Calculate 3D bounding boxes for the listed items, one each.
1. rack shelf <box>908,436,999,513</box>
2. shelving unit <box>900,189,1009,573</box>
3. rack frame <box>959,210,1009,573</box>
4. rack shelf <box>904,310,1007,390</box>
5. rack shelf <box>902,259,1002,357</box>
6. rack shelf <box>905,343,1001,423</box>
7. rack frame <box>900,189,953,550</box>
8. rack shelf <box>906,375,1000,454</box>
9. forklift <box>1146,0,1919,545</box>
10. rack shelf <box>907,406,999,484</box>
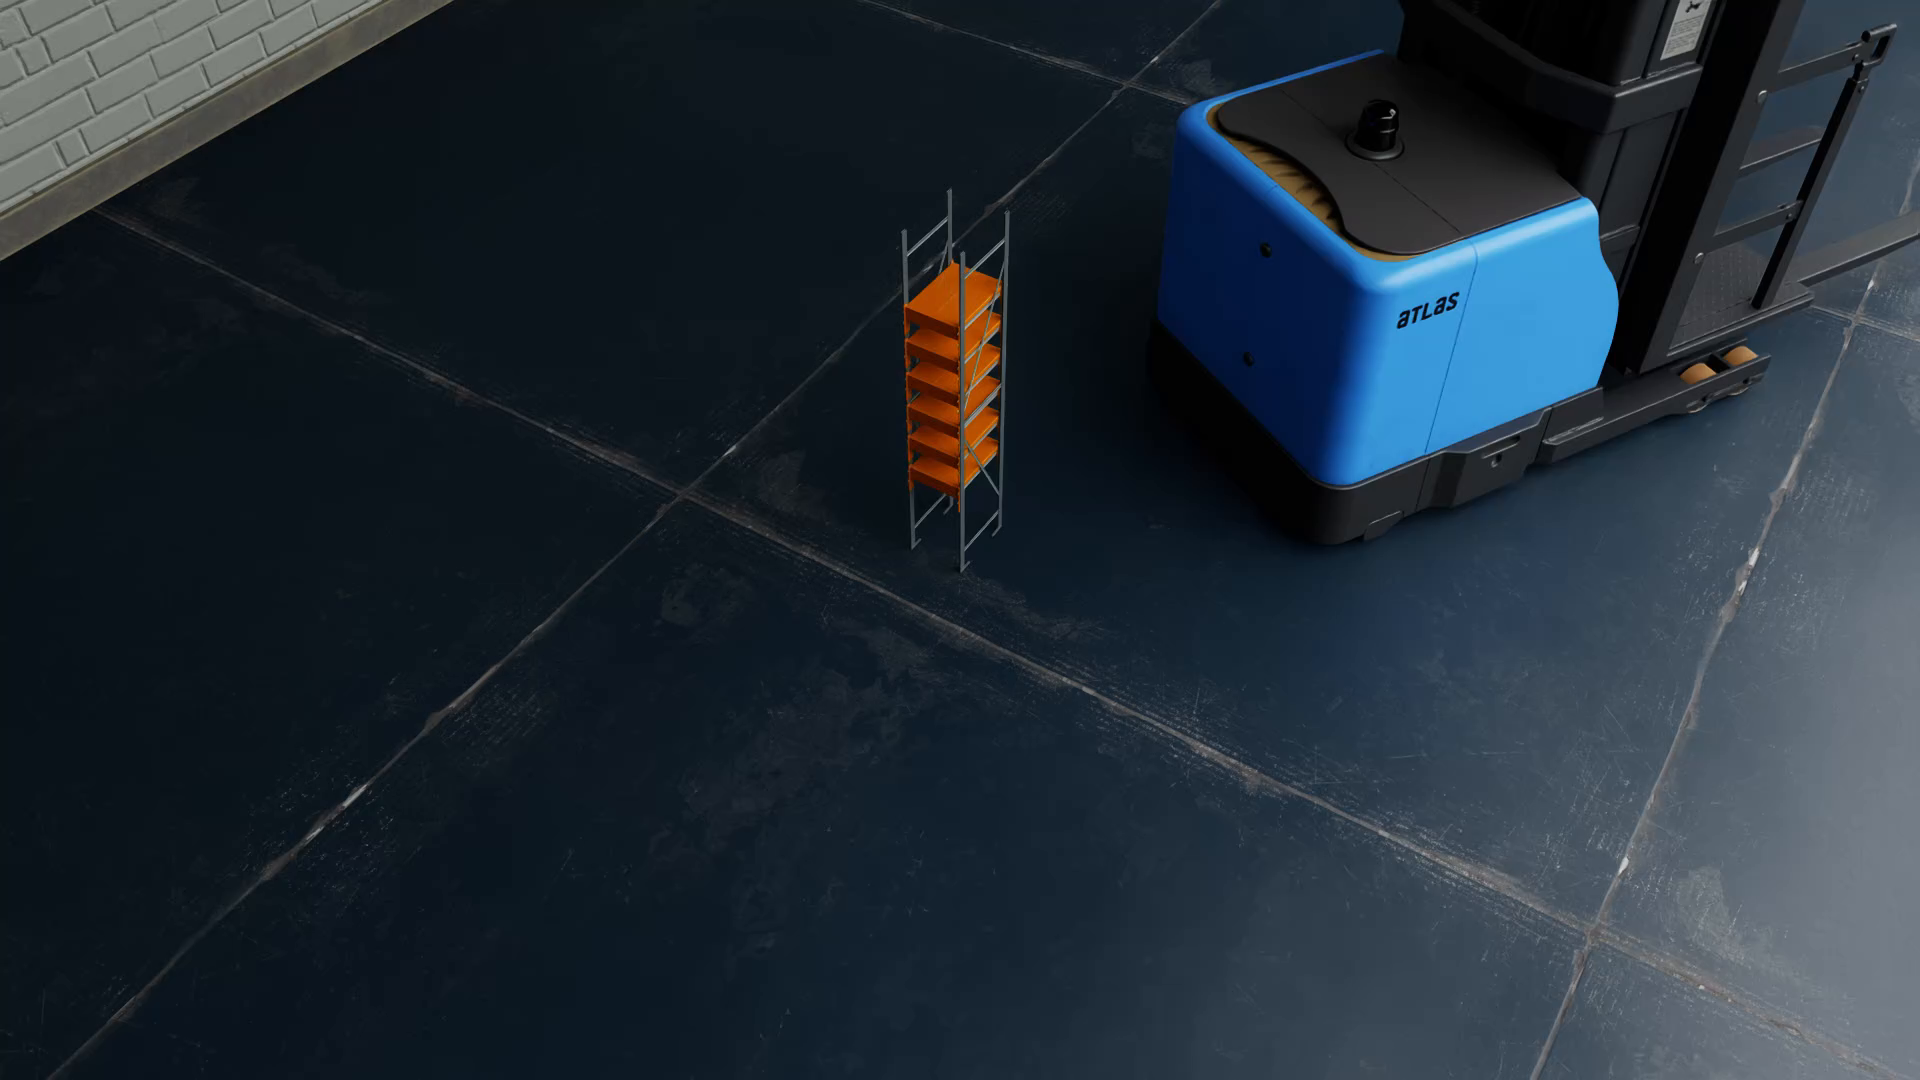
[{"bbox_3d":[-0.012,-0.226,5.029,0.180,0.103,0.258,25,51,22],"label":"rack shelf"},{"bbox_3d":[-0.012,-0.424,4.825,0.189,1.200,0.258,25,51,22],"label":"shelving unit"},{"bbox_3d":[0.065,-0.388,4.791,0.006,1.200,0.240,25,51,22],"label":"rack frame"},{"bbox_3d":[-0.012,-0.560,4.685,0.180,0.103,0.258,25,51,22],"label":"rack shelf"},{"bbox_3d":[-0.012,-0.644,4.599,0.180,0.103,0.258,25,51,22],"label":"rack shelf"},{"bbox_3d":[-0.012,-0.476,4.771,0.180,0.103,0.258,25,51,22],"label":"rack shelf"},{"bbox_3d":[-0.089,-0.459,4.860,0.006,1.200,0.240,25,51,22],"label":"rack frame"},{"bbox_3d":[-0.012,-0.393,4.857,0.180,0.103,0.258,25,51,22],"label":"rack shelf"},{"bbox_3d":[2.186,-1.770,4.927,3.031,2.935,1.130,-21,49,-19],"label":"forklift"},{"bbox_3d":[-0.012,-0.309,4.943,0.180,0.103,0.258,25,51,22],"label":"rack shelf"}]
